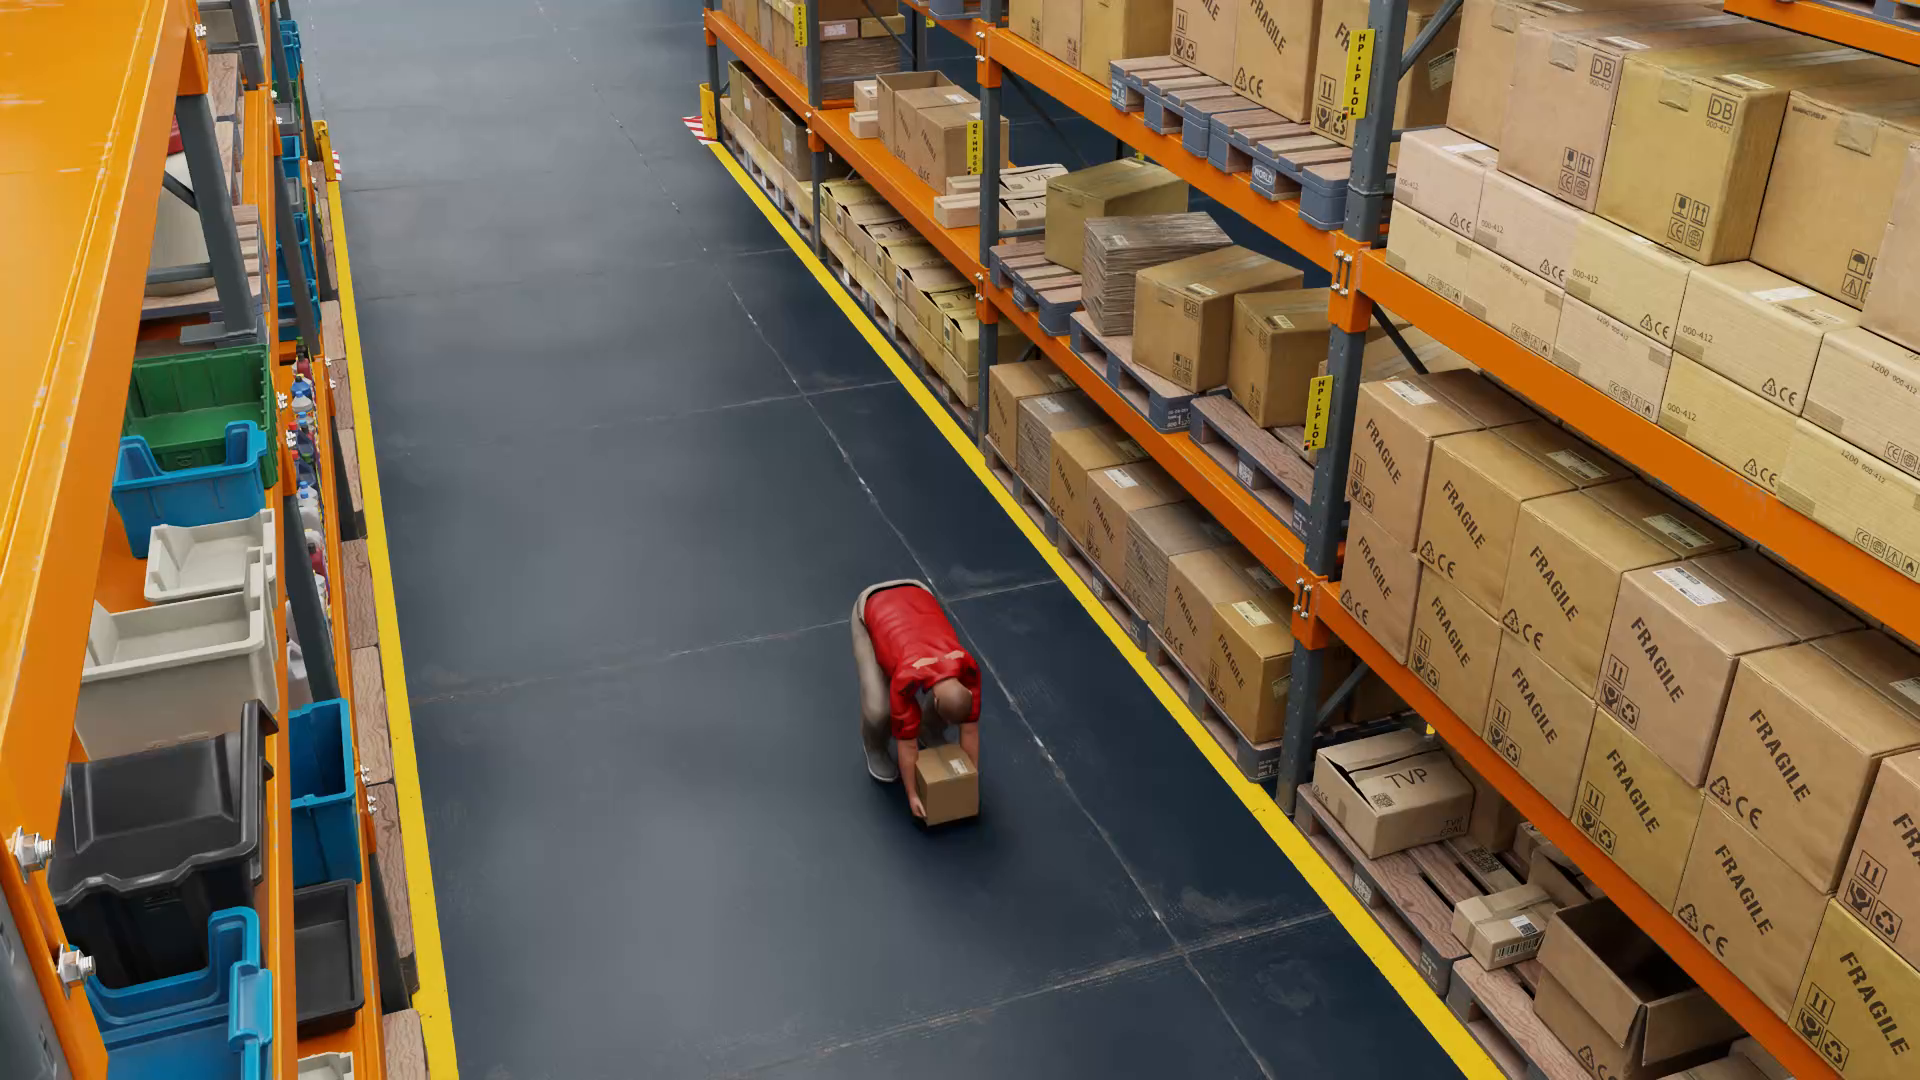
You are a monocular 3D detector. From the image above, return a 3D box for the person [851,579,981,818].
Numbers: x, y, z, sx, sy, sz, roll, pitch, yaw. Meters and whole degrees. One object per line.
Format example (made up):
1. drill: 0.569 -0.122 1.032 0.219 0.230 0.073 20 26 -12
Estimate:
1. person: -0.186 0.752 7.831 0.538 0.949 0.956 -12 32 -20
